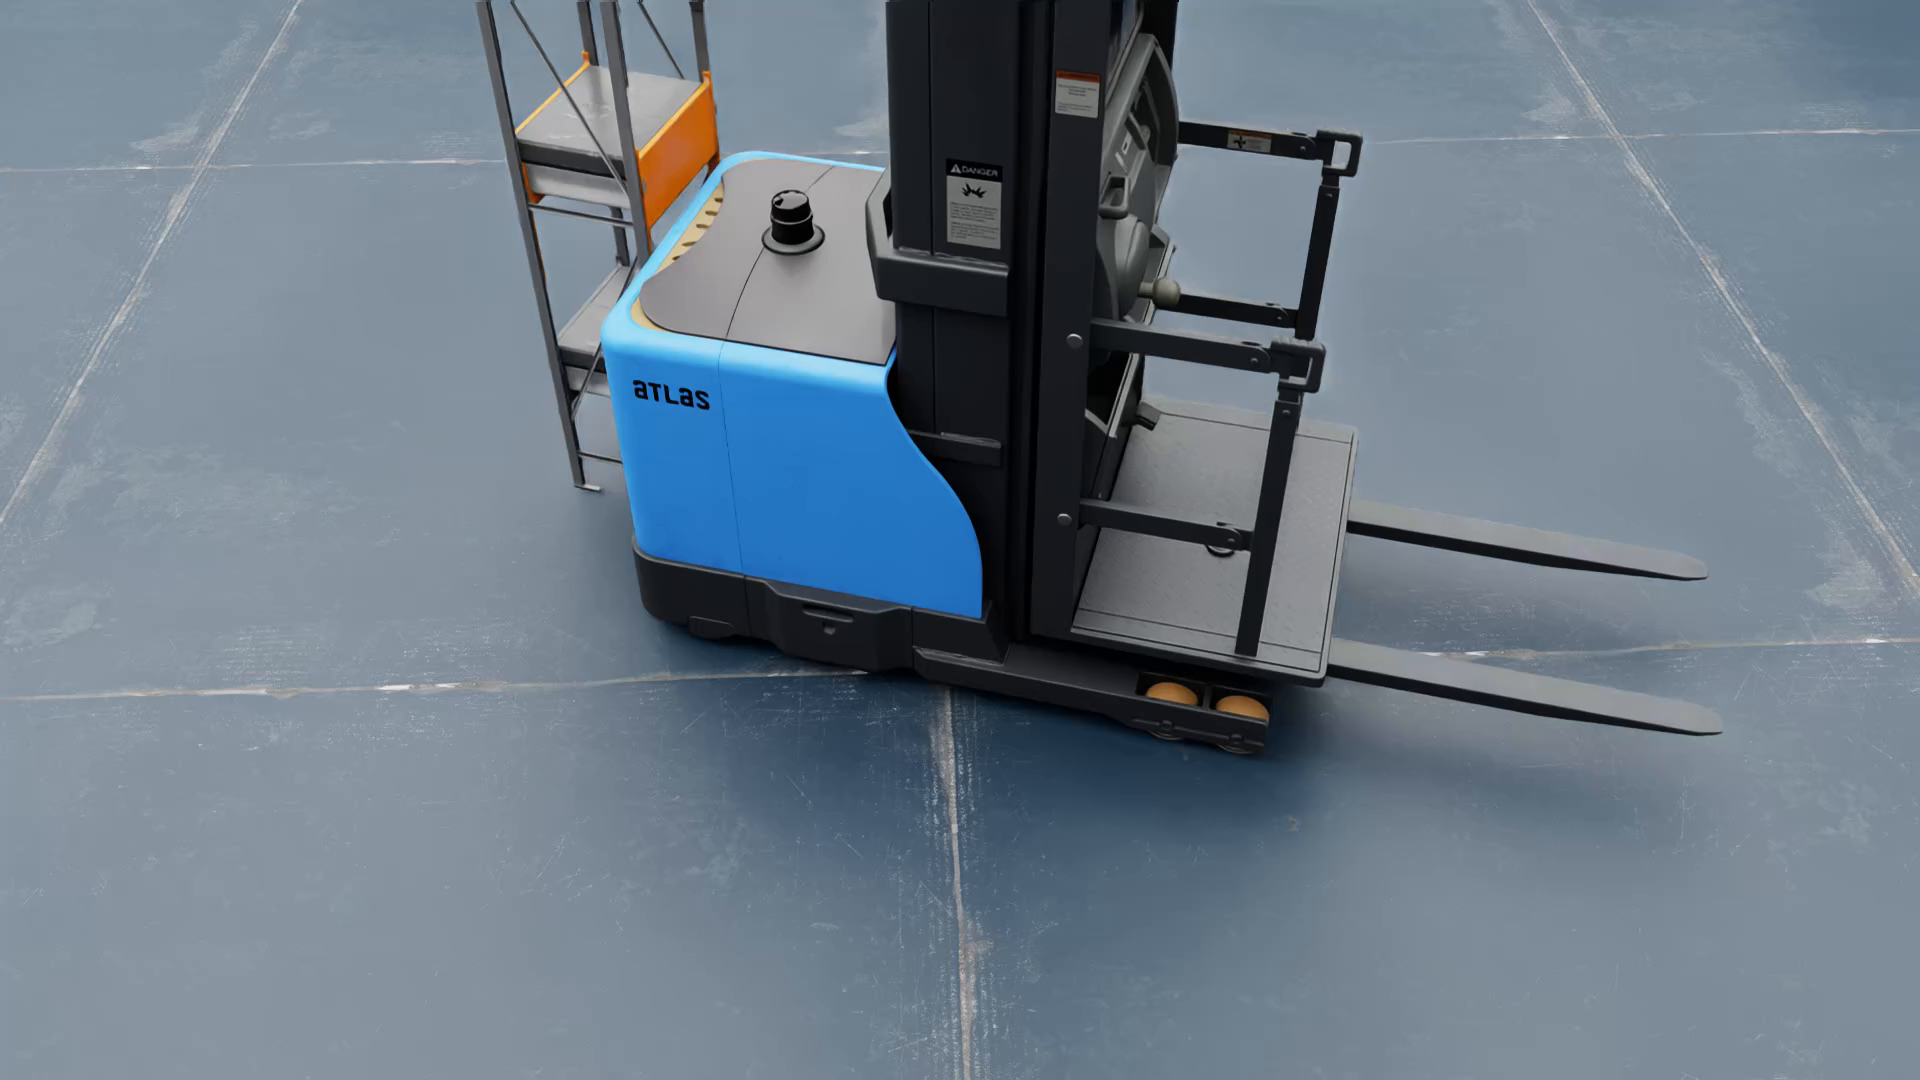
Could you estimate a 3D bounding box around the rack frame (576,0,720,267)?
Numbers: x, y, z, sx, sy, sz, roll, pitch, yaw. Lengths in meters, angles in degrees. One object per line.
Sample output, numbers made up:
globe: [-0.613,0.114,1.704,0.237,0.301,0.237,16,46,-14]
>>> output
rack frame: [-0.916,-1.223,5.030,0.400,2.100,0.015,12,44,13]

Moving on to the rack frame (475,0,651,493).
rack frame: [-1.067,-0.909,4.688,0.400,2.100,0.015,12,44,13]

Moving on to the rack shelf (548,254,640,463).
rack shelf: [-0.991,-0.540,5.341,0.431,0.518,0.480,12,44,13]

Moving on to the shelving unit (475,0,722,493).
shelving unit: [-0.991,-1.066,4.859,0.431,2.100,0.503,12,44,13]

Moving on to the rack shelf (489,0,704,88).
rack shelf: [-0.991,-1.572,4.395,0.431,0.518,0.480,12,44,13]

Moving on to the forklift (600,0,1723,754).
forklift: [0.627,-0.890,4.051,3.031,2.935,1.130,10,43,11]

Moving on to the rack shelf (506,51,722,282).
rack shelf: [-0.991,-1.056,4.868,0.431,0.518,0.480,12,44,13]
